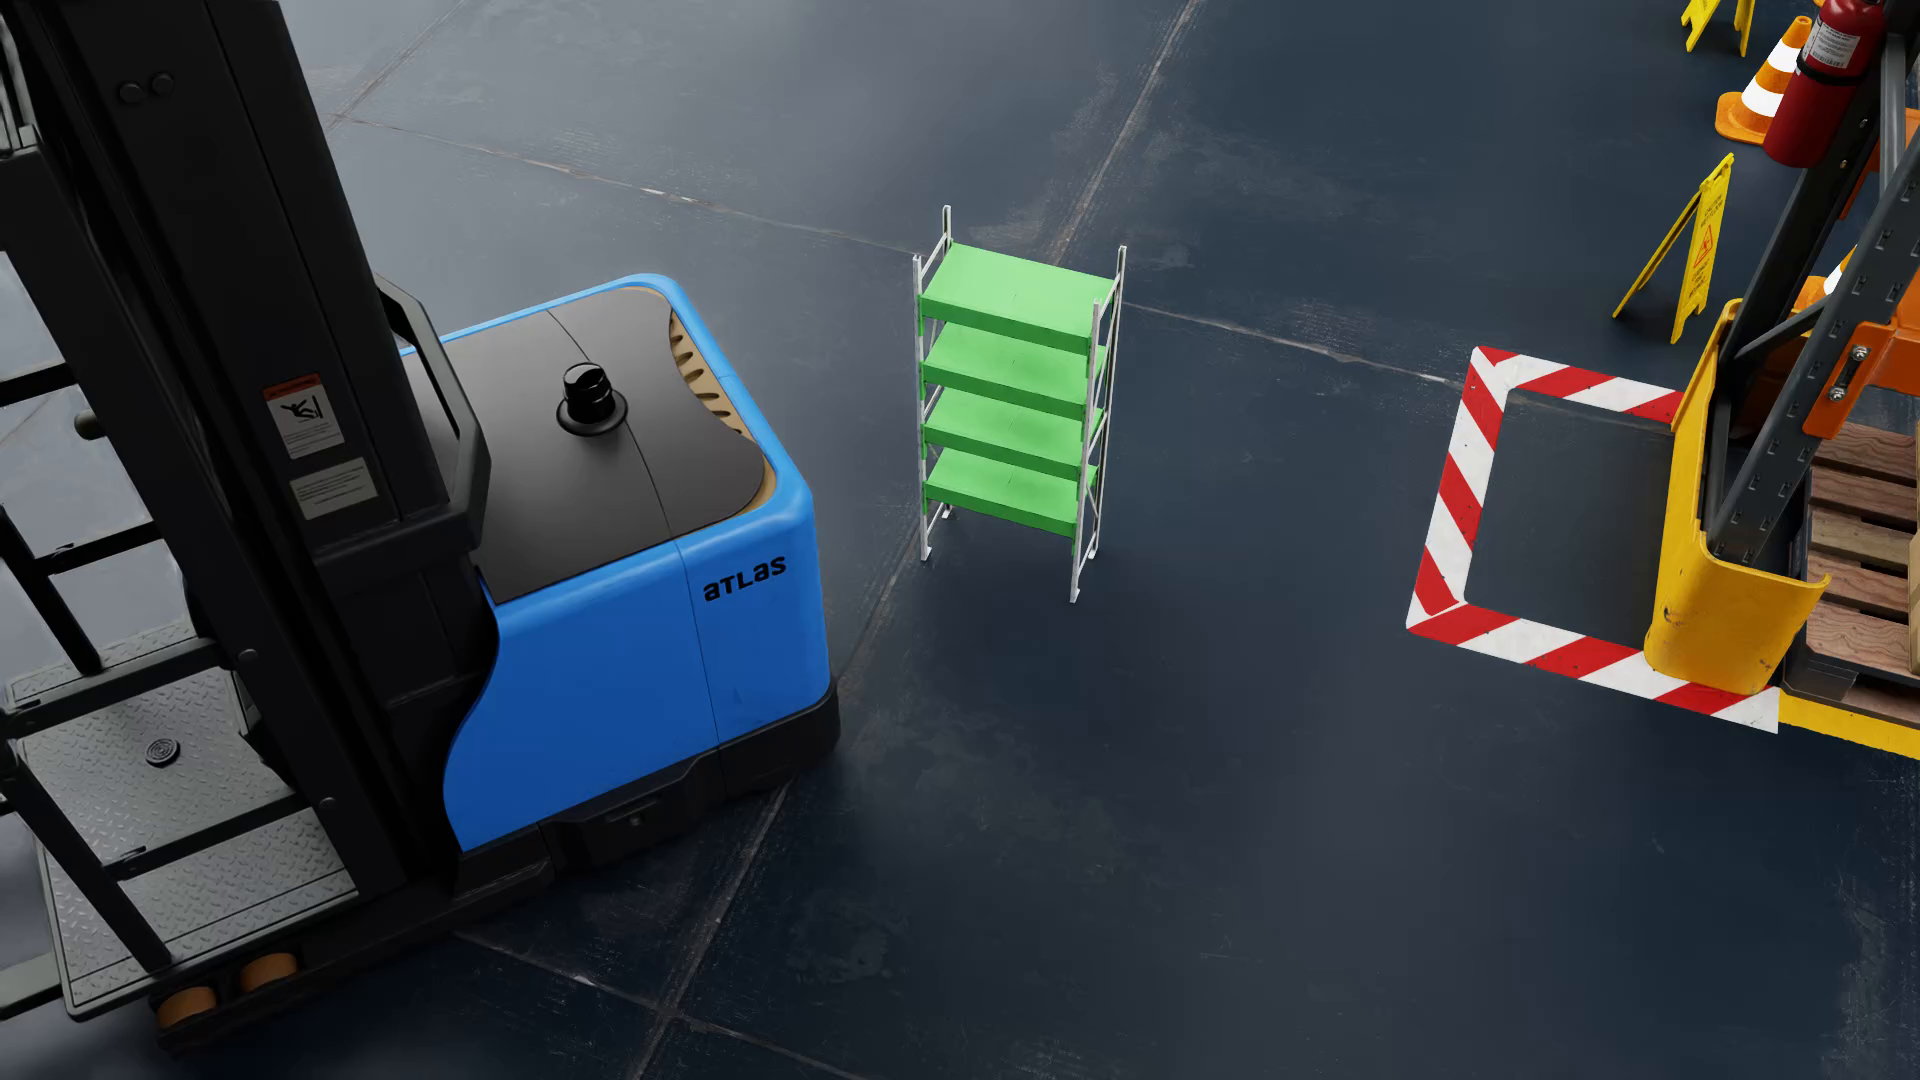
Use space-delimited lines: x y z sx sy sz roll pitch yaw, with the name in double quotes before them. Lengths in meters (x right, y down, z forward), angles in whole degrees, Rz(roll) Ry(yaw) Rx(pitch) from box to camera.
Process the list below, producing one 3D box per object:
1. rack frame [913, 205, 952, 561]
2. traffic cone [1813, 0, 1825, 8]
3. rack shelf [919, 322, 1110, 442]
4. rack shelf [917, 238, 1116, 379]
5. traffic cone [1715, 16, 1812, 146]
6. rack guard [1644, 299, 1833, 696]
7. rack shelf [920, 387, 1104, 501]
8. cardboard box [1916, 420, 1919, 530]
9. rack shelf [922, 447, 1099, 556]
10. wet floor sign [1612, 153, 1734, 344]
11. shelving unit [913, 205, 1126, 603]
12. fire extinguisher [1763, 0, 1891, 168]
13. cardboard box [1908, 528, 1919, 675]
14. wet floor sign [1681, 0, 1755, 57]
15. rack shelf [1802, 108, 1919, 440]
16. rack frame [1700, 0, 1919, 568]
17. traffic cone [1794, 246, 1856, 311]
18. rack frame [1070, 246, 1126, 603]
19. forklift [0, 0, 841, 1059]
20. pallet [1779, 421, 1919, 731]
"rack frame" -0.074 -0.414 4.814 0.015 1.200 0.240 16 51 13
"traffic cone" 3.937 -2.550 7.154 0.334 0.463 0.336 16 51 13
"rack shelf" 0.155 -0.465 4.626 0.480 0.148 0.258 16 51 13
"rack shelf" 0.155 -0.622 4.445 0.480 0.148 0.258 16 51 13
"traffic cone" 3.227 -1.838 6.537 0.334 0.463 0.336 16 51 13
"rack guard" 2.382 -0.153 5.052 0.348 0.500 1.175 16 51 13
"rack shelf" 0.155 -0.308 4.807 0.480 0.148 0.258 16 51 13
"cardboard box" 3.185 -0.201 4.981 0.500 0.250 0.500 15 51 13
"rack shelf" 0.155 -0.151 4.989 0.480 0.148 0.258 16 51 13
"wet floor sign" 2.503 -1.029 5.715 0.232 0.644 0.267 33 57 25
"shelving unit" 0.155 -0.350 4.759 0.503 1.200 0.258 16 51 13
"fire extinguisher" 2.363 -1.323 4.463 0.183 0.674 0.296 16 51 13
"cardboard box" 2.971 0.179 4.652 0.500 0.250 0.500 15 51 13
"wet floor sign" 3.218 -2.360 6.868 0.232 0.644 0.267 8 50 7
"rack shelf" 4.187 -0.232 3.942 4.000 0.370 1.077 16 51 13
"rack frame" 2.311 -0.992 4.124 0.127 3.000 1.000 16 51 13
"traffic cone" 3.161 -0.963 5.778 0.334 0.463 0.336 16 51 13
"rack frame" 0.384 -0.286 4.704 0.015 1.200 0.240 16 51 13
"forklift" -1.883 -0.155 3.444 3.031 2.935 1.130 -22 53 -18
"pallet" 3.132 0.179 4.955 1.213 0.211 1.003 16 51 13
